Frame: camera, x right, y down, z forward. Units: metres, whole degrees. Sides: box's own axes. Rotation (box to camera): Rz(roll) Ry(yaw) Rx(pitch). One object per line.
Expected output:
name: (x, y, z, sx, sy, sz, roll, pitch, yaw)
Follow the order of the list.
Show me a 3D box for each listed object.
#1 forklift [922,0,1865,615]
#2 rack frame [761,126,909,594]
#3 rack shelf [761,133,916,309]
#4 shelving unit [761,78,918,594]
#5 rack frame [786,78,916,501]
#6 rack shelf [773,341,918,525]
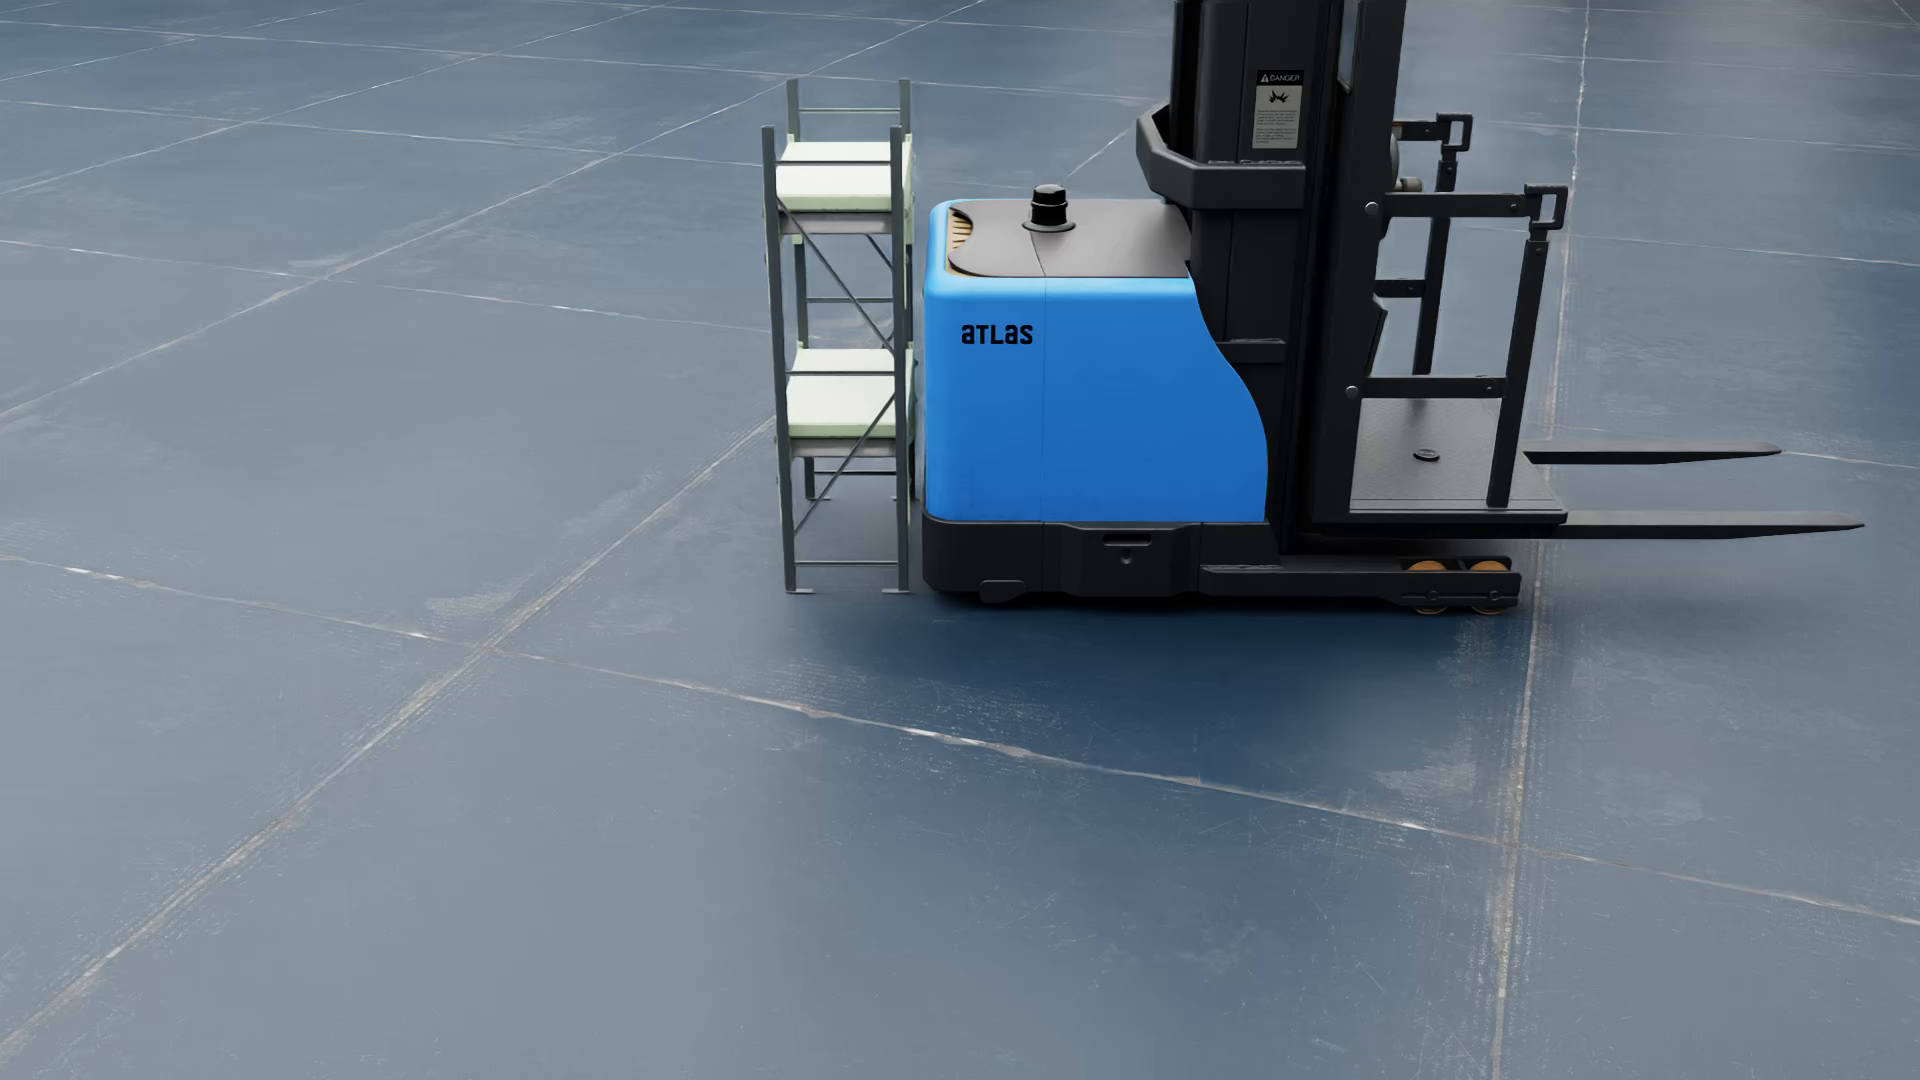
forklift: (1.397, -1.316, 5.105, 3.031, 2.935, 1.130, 0, 26, 0)
rack frame: (-0.366, -0.504, 5.070, 0.400, 1.500, 0.023, 0, 26, 0)
rack shelf: (-0.364, -1.015, 5.230, 0.431, 0.370, 0.720, 0, 26, 0)
shelving unit: (-0.364, -0.664, 5.400, 0.431, 1.500, 0.755, 0, 26, 0)
rack frame: (-0.362, -0.823, 5.729, 0.400, 1.500, 0.023, 0, 26, 0)
rack shelf: (-0.364, -0.371, 5.542, 0.431, 0.370, 0.720, 0, 26, 0)
